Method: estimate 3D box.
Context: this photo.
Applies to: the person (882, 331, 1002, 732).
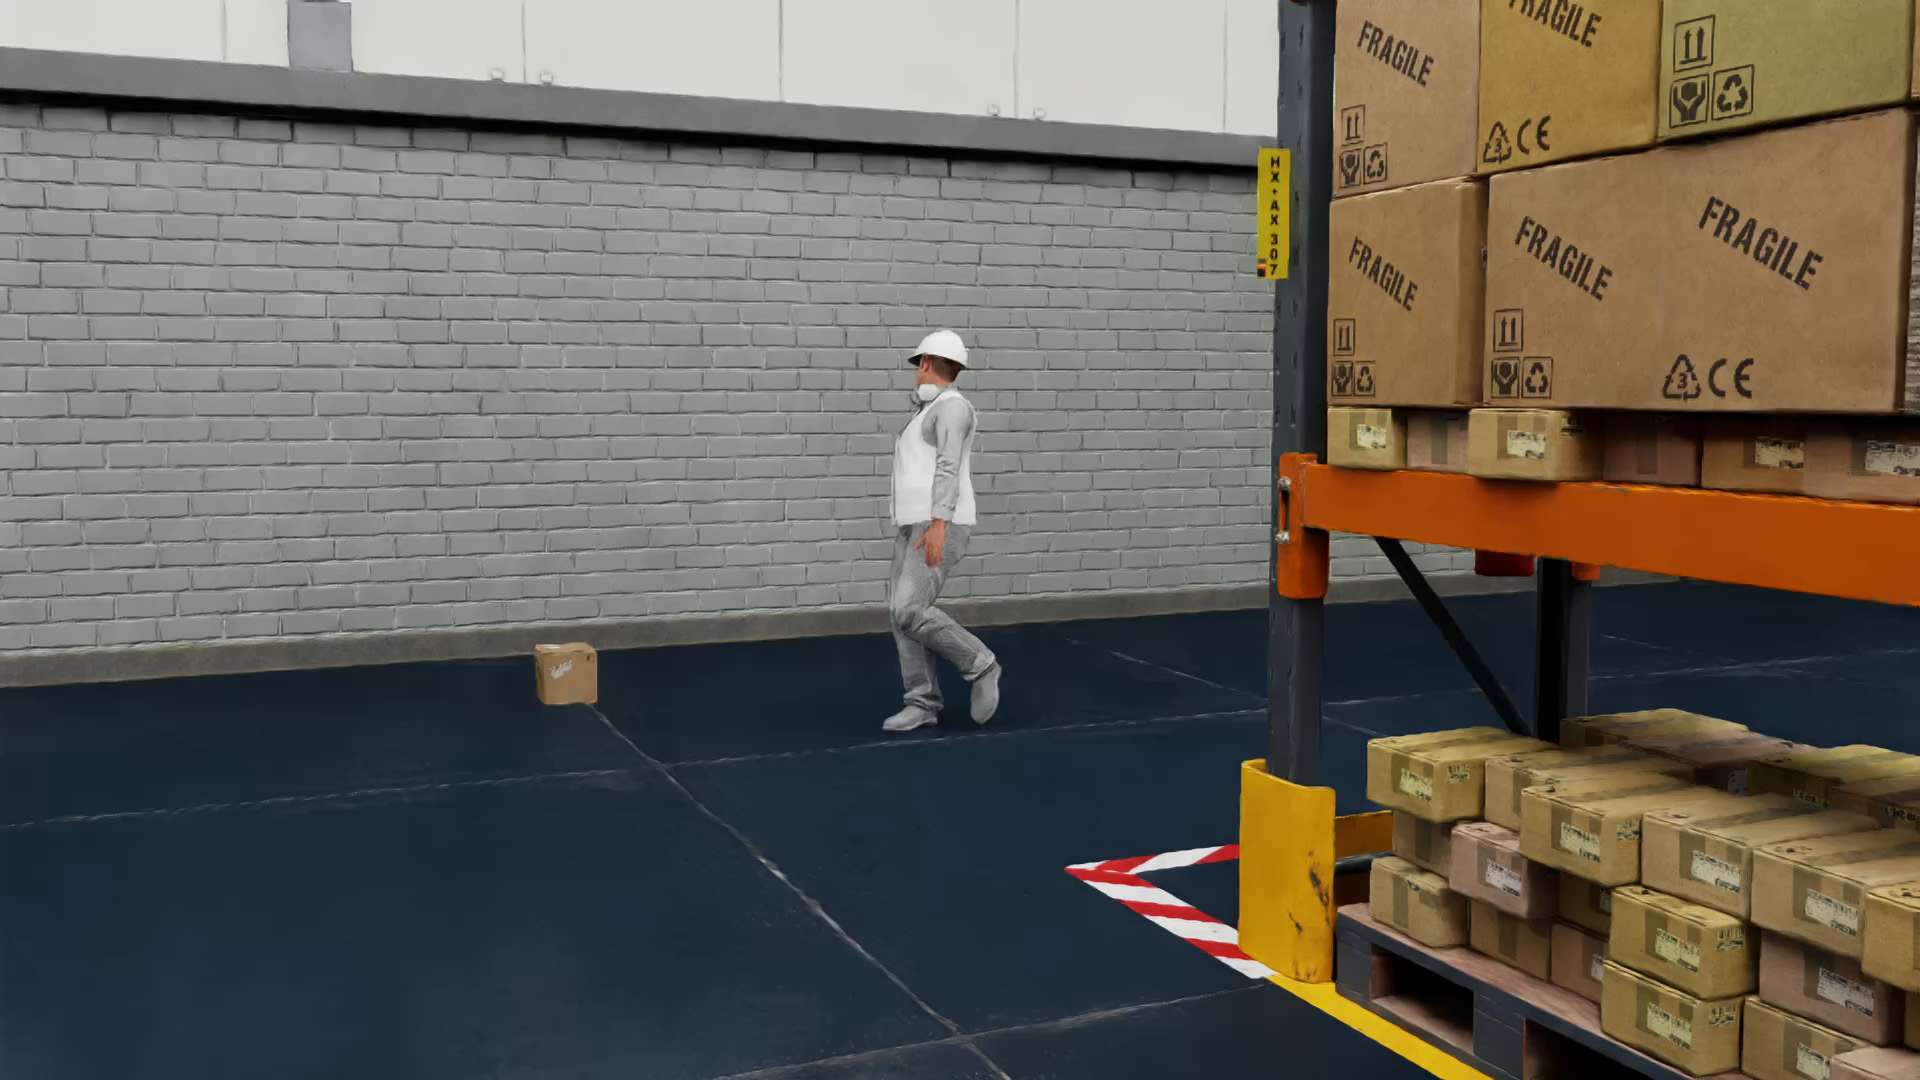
[{"bbox_3d":[-0.134,-0.051,7.351,0.536,1.743,0.593,-2,6,-21],"label":"person"}]
